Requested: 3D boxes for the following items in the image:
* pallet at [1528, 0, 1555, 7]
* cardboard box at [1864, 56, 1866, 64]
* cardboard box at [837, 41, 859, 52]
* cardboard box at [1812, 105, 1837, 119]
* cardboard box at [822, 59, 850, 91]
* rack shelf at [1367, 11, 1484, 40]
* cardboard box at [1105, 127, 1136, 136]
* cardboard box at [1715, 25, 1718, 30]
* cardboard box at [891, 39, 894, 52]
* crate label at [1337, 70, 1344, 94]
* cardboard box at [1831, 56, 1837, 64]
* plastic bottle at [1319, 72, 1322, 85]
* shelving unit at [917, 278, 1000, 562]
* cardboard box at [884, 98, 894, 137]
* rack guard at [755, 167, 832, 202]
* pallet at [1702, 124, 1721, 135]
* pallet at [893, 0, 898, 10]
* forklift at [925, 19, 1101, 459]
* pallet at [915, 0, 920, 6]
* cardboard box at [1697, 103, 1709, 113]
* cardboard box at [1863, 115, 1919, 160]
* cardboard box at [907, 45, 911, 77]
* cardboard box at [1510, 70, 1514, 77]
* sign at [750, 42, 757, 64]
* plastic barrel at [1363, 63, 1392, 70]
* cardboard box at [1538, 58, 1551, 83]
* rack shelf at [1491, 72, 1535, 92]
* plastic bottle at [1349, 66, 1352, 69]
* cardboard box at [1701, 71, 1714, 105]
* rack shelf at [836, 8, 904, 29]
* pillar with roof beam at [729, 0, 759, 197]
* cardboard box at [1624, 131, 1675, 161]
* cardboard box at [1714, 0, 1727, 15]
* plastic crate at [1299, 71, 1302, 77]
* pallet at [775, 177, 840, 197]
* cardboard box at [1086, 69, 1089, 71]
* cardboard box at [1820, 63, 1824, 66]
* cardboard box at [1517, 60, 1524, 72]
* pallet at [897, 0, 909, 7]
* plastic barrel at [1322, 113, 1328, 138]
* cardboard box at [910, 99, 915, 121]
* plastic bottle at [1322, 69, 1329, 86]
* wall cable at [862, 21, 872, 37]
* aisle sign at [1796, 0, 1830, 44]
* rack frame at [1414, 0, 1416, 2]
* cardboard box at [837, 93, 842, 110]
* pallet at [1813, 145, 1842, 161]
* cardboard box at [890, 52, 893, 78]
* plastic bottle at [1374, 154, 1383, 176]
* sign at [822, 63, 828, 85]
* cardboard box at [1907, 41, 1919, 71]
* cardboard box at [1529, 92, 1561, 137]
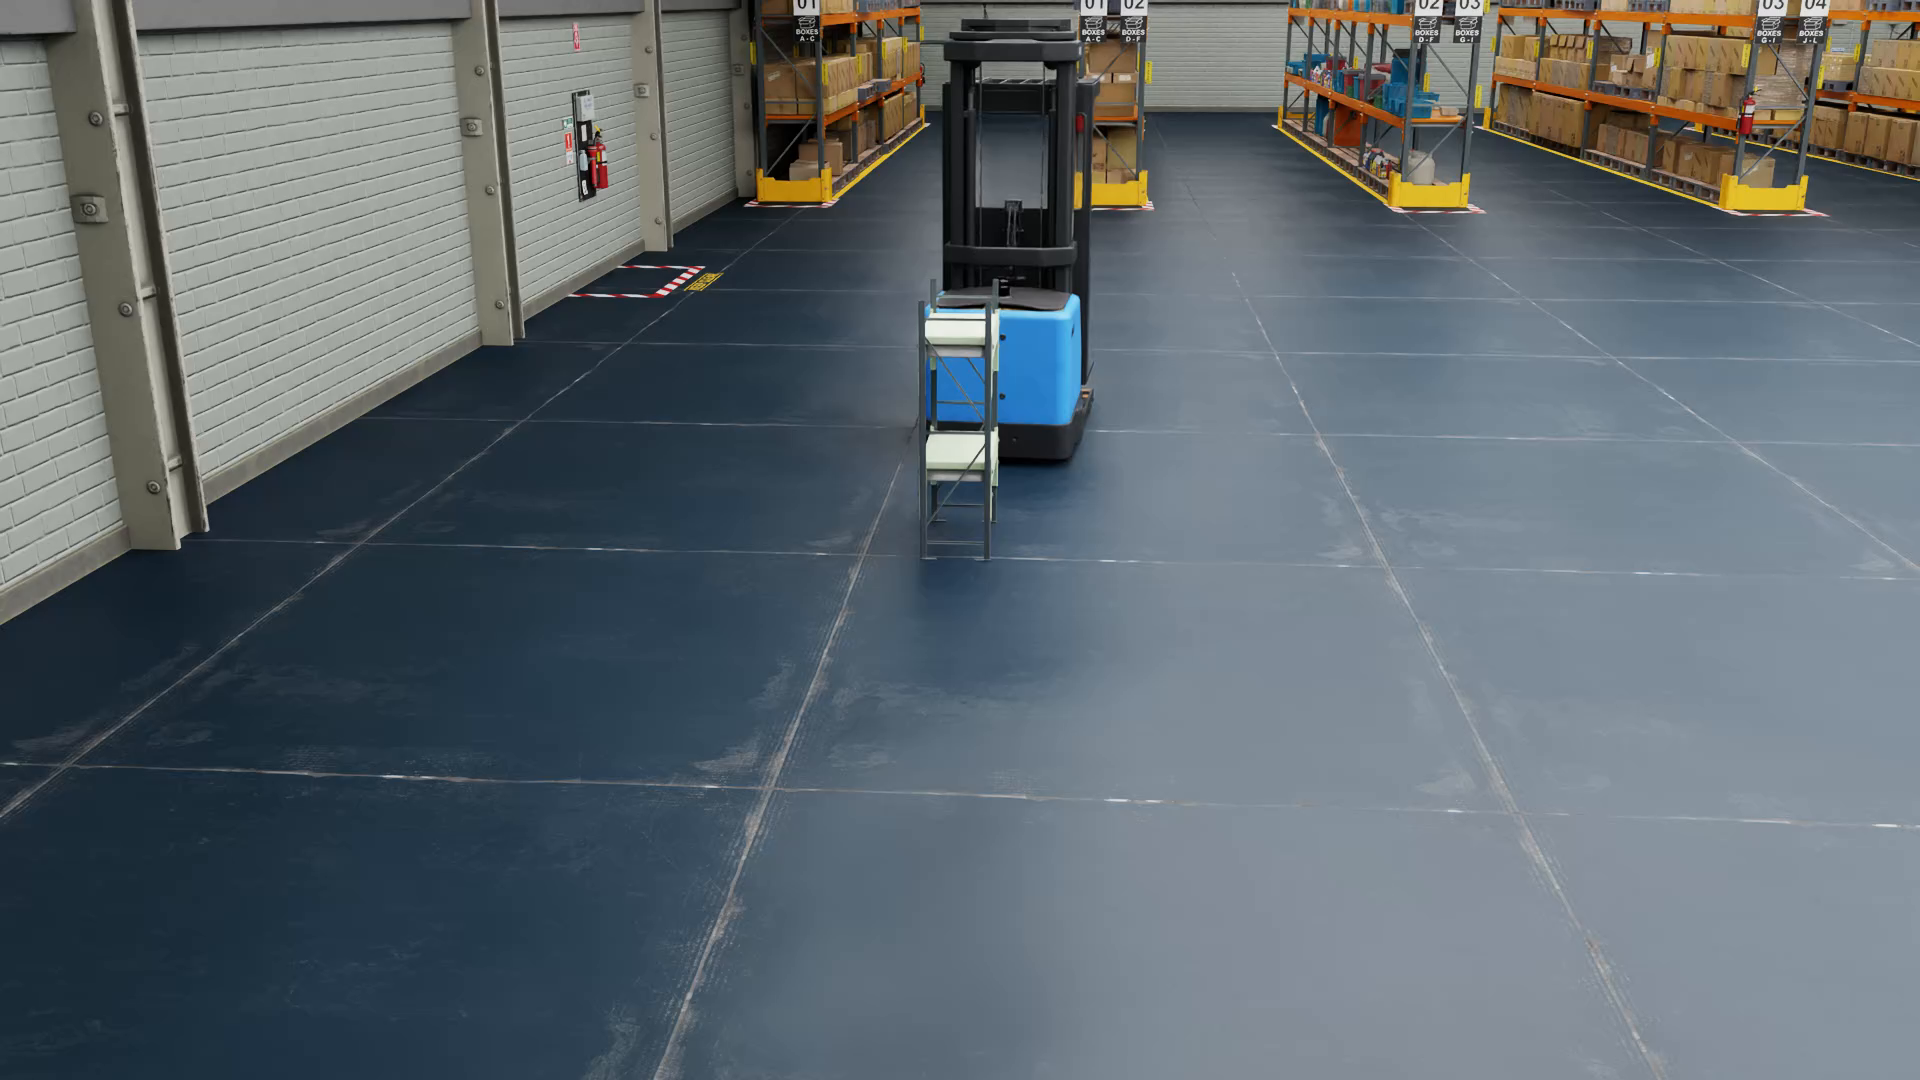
[{"bbox_3d":[13.123,-11.818,36.497,1.003,0.211,1.213,1,18,4],"label":"pallet"},{"bbox_3d":[17.972,-9.458,32.743,0.380,0.149,0.250,1,18,4],"label":"cardboard box"},{"bbox_3d":[-2.281,-9.971,33.662,0.500,0.250,0.500,2,18,5],"label":"cardboard box"},{"bbox_3d":[17.572,-8.697,33.784,0.500,0.250,0.500,2,18,5],"label":"cardboard box"},{"bbox_3d":[-2.144,-7.857,28.089,0.500,0.500,0.500,1,18,2],"label":"cardboard box"},{"bbox_3d":[7.397,-8.269,26.679,1.077,0.370,4.000,1,18,4],"label":"rack shelf"},{"bbox_3d":[2.705,-6.708,28.115,0.500,0.500,0.500,1,18,4],"label":"cardboard box"},{"bbox_3d":[17.984,-11.811,38.908,0.500,0.500,0.500,1,18,4],"label":"cardboard box"},{"bbox_3d":[-1.665,-10.441,35.095,0.500,0.250,0.500,1,18,3],"label":"cardboard box"},{"bbox_3d":[7.486,-8.763,31.793,0.502,0.435,0.616,1,18,4],"label":"crate label"},{"bbox_3d":[17.305,-9.399,32.565,0.380,0.149,0.250,1,18,3],"label":"cardboard box"},{"bbox_3d":[7.575,-9.669,34.822,0.097,0.271,0.097,0,18,0],"label":"plastic bottle"},{"bbox_3d":[0.000,-0.711,9.683,0.431,1.500,0.755,1,18,4],"label":"shelving unit"},{"bbox_3d":[-1.802,-8.945,35.184,0.750,0.750,0.750,1,18,4],"label":"cardboard box"},{"bbox_3d":[-2.623,-5.621,26.275,1.175,0.500,0.348,1,18,4],"label":"rack guard"},{"bbox_3d":[18.182,-9.681,39.128,1.003,0.211,1.213,1,18,4],"label":"pallet"},{"bbox_3d":[-1.784,-11.561,35.878,0.805,0.209,1.217,1,18,2],"label":"pallet"},{"bbox_3d":[0.452,-2.363,12.426,1.130,2.935,3.031,3,18,8],"label":"forklift"},{"bbox_3d":[-1.524,-12.907,39.822,1.003,0.211,1.213,1,18,4],"label":"pallet"},{"bbox_3d":[12.011,-6.896,26.553,0.380,0.149,0.250,1,18,4],"label":"cardboard box"},{"bbox_3d":[17.515,-7.468,30.835,1.050,0.750,0.750,2,18,5],"label":"cardboard box"},{"bbox_3d":[-1.655,-11.050,38.346,0.980,0.700,0.700,1,18,3],"label":"cardboard box"},{"bbox_3d":[12.877,-10.723,38.234,0.380,0.149,0.250,1,18,3],"label":"cardboard box"},{"bbox_3d":[-3.180,-7.504,25.641,0.100,0.325,0.005,1,18,4],"label":"sign"},{"bbox_3d":[8.096,-8.963,32.240,0.600,0.536,0.708,1,18,4],"label":"plastic barrel"},{"bbox_3d":[12.772,-10.091,35.741,0.500,0.500,0.500,1,18,4],"label":"cardboard box"},{"bbox_3d":[13.197,-10.460,38.183,1.077,0.370,4.000,1,18,4],"label":"rack shelf"},{"bbox_3d":[8.374,-9.975,35.627,0.144,0.351,0.185,1,18,4],"label":"plastic bottle"},{"bbox_3d":[12.256,-7.125,26.212,0.875,0.500,0.500,1,18,4],"label":"cardboard box"},{"bbox_3d":[-1.911,-10.975,34.937,1.077,0.370,4.000,1,18,4],"label":"rack shelf"},{"bbox_3d":[0.853,-9.777,25.309,9.100,9.000,0.400,1,18,4],"label":"pillar with roof beam"},{"bbox_3d":[12.639,-7.229,30.475,0.700,0.500,0.500,0,18,-1],"label":"cardboard box"},{"bbox_3d":[12.053,-8.277,25.790,0.500,0.250,0.500,2,18,5],"label":"cardboard box"},{"bbox_3d":[7.926,-10.543,37.625,0.437,0.125,0.590,1,18,4],"label":"plastic crate"},{"bbox_3d":[-2.529,-5.735,27.087,1.003,0.211,1.213,1,18,4],"label":"pallet"},{"bbox_3d":[2.242,-7.557,26.966,0.380,0.149,0.250,2,18,5],"label":"cardboard box"},{"bbox_3d":[17.341,-9.424,33.117,0.380,0.149,0.250,1,18,4],"label":"cardboard box"},{"bbox_3d":[12.895,-10.713,37.563,0.500,0.250,0.500,2,18,5],"label":"cardboard box"},{"bbox_3d":[-1.699,-12.149,37.509,1.003,0.211,1.213,1,18,4],"label":"pallet"},{"bbox_3d":[7.877,-8.747,35.120,0.421,0.512,0.421,0,18,0],"label":"plastic barrel"},{"bbox_3d":[-1.467,-10.391,40.158,0.700,0.500,0.500,1,18,4],"label":"cardboard box"},{"bbox_3d":[7.565,-9.564,34.373,0.144,0.351,0.185,1,18,4],"label":"plastic bottle"},{"bbox_3d":[-2.333,-12.656,42.099,0.084,1.984,1.851,1,18,4],"label":"wall cable"},{"bbox_3d":[12.489,-7.663,24.317,0.394,0.787,0.004,1,18,4],"label":"aisle sign"},{"bbox_3d":[7.254,-9.415,24.205,1.000,3.000,0.127,1,18,4],"label":"rack frame"},{"bbox_3d":[-2.211,-7.188,27.250,0.500,0.250,0.500,1,18,3],"label":"cardboard box"},{"bbox_3d":[17.765,-7.714,33.125,1.003,0.211,1.213,1,18,4],"label":"pallet"},{"bbox_3d":[-1.681,-9.930,34.740,0.500,0.500,0.500,1,18,4],"label":"cardboard box"},{"bbox_3d":[7.011,-6.267,27.779,0.144,0.351,0.185,2,18,6],"label":"plastic bottle"},{"bbox_3d":[-2.087,-7.185,25.642,0.100,0.325,0.005,1,18,4],"label":"sign"},{"bbox_3d":[17.559,-8.704,29.904,0.700,0.500,0.500,1,18,3],"label":"cardboard box"},{"bbox_3d":[13.028,-9.171,35.833,1.225,0.875,0.875,1,18,4],"label":"cardboard box"}]
